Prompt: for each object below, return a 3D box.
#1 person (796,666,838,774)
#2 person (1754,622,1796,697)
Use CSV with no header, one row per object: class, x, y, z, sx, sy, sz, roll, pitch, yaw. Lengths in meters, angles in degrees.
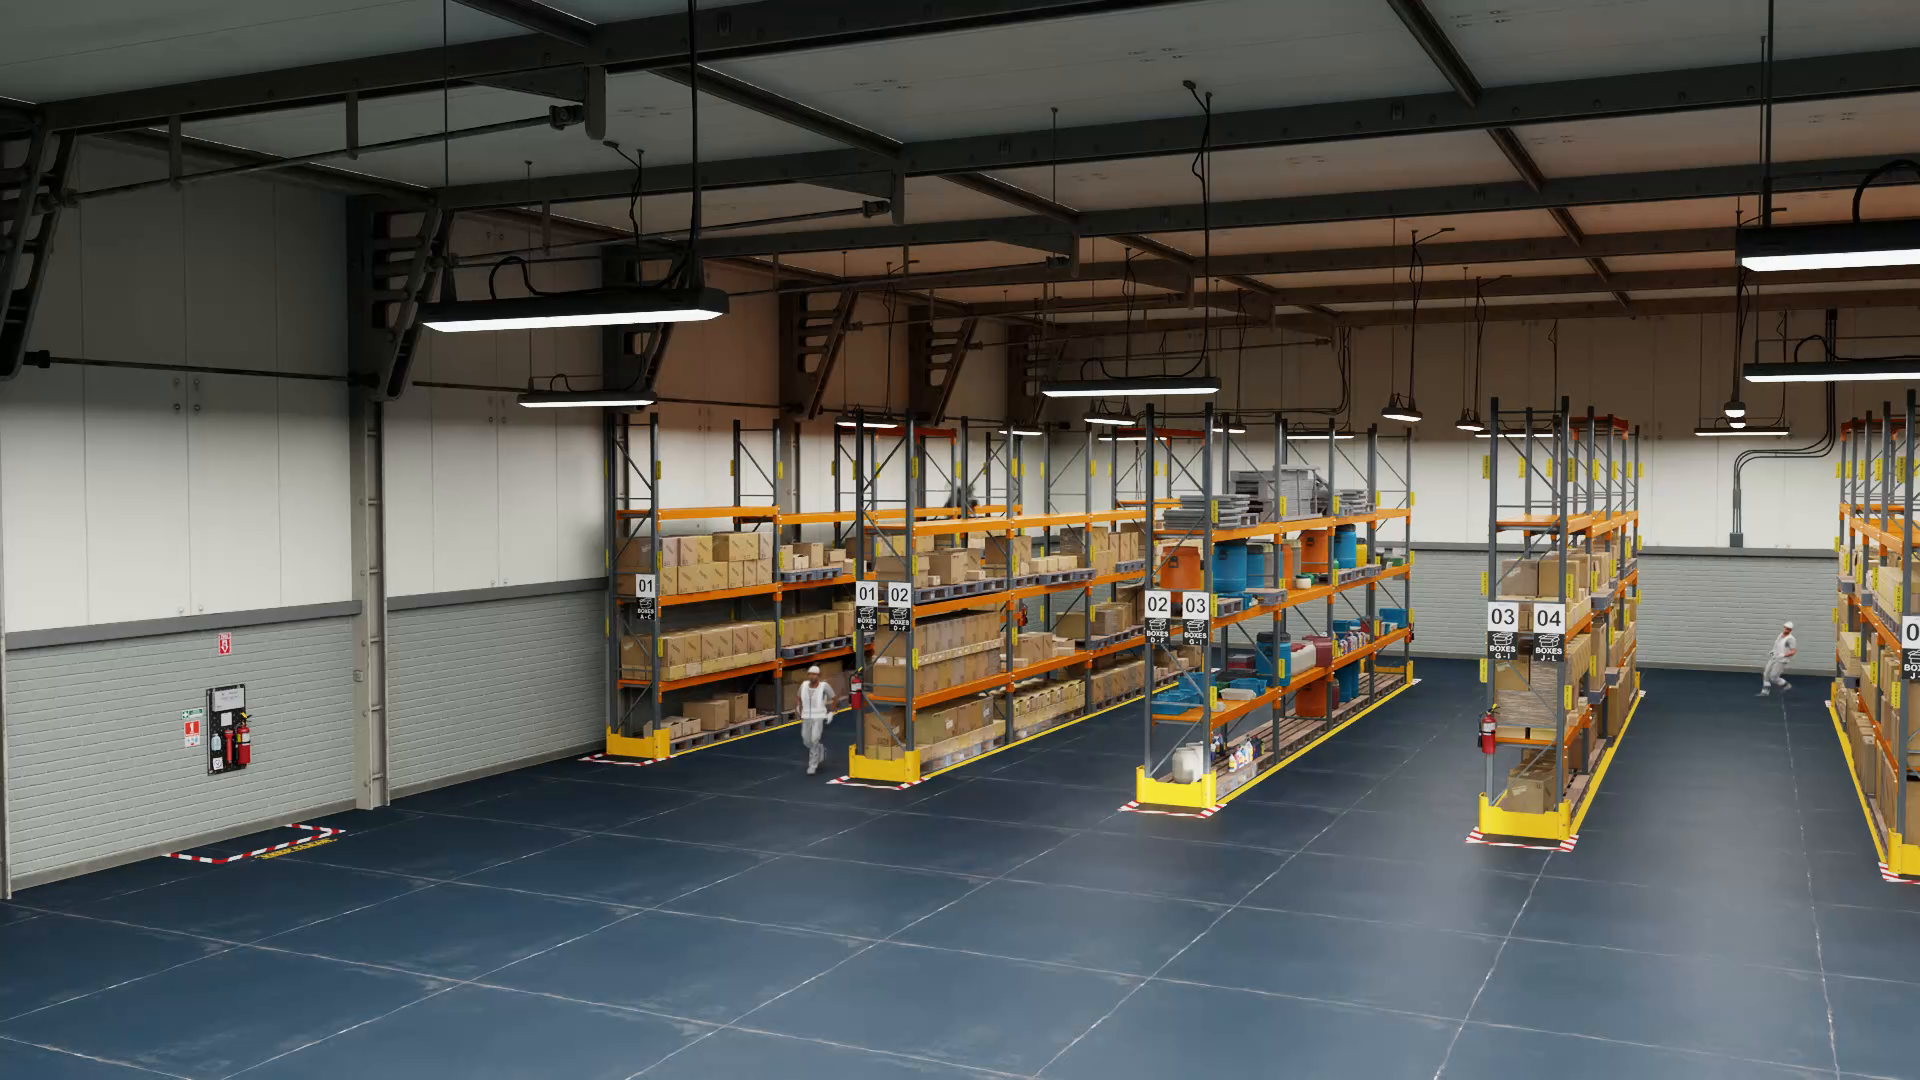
person,-2.412,2.975,27.694,0.720,1.768,0.722,1,3,20
person,17.883,2.638,36.333,0.716,1.695,0.752,0,2,2
